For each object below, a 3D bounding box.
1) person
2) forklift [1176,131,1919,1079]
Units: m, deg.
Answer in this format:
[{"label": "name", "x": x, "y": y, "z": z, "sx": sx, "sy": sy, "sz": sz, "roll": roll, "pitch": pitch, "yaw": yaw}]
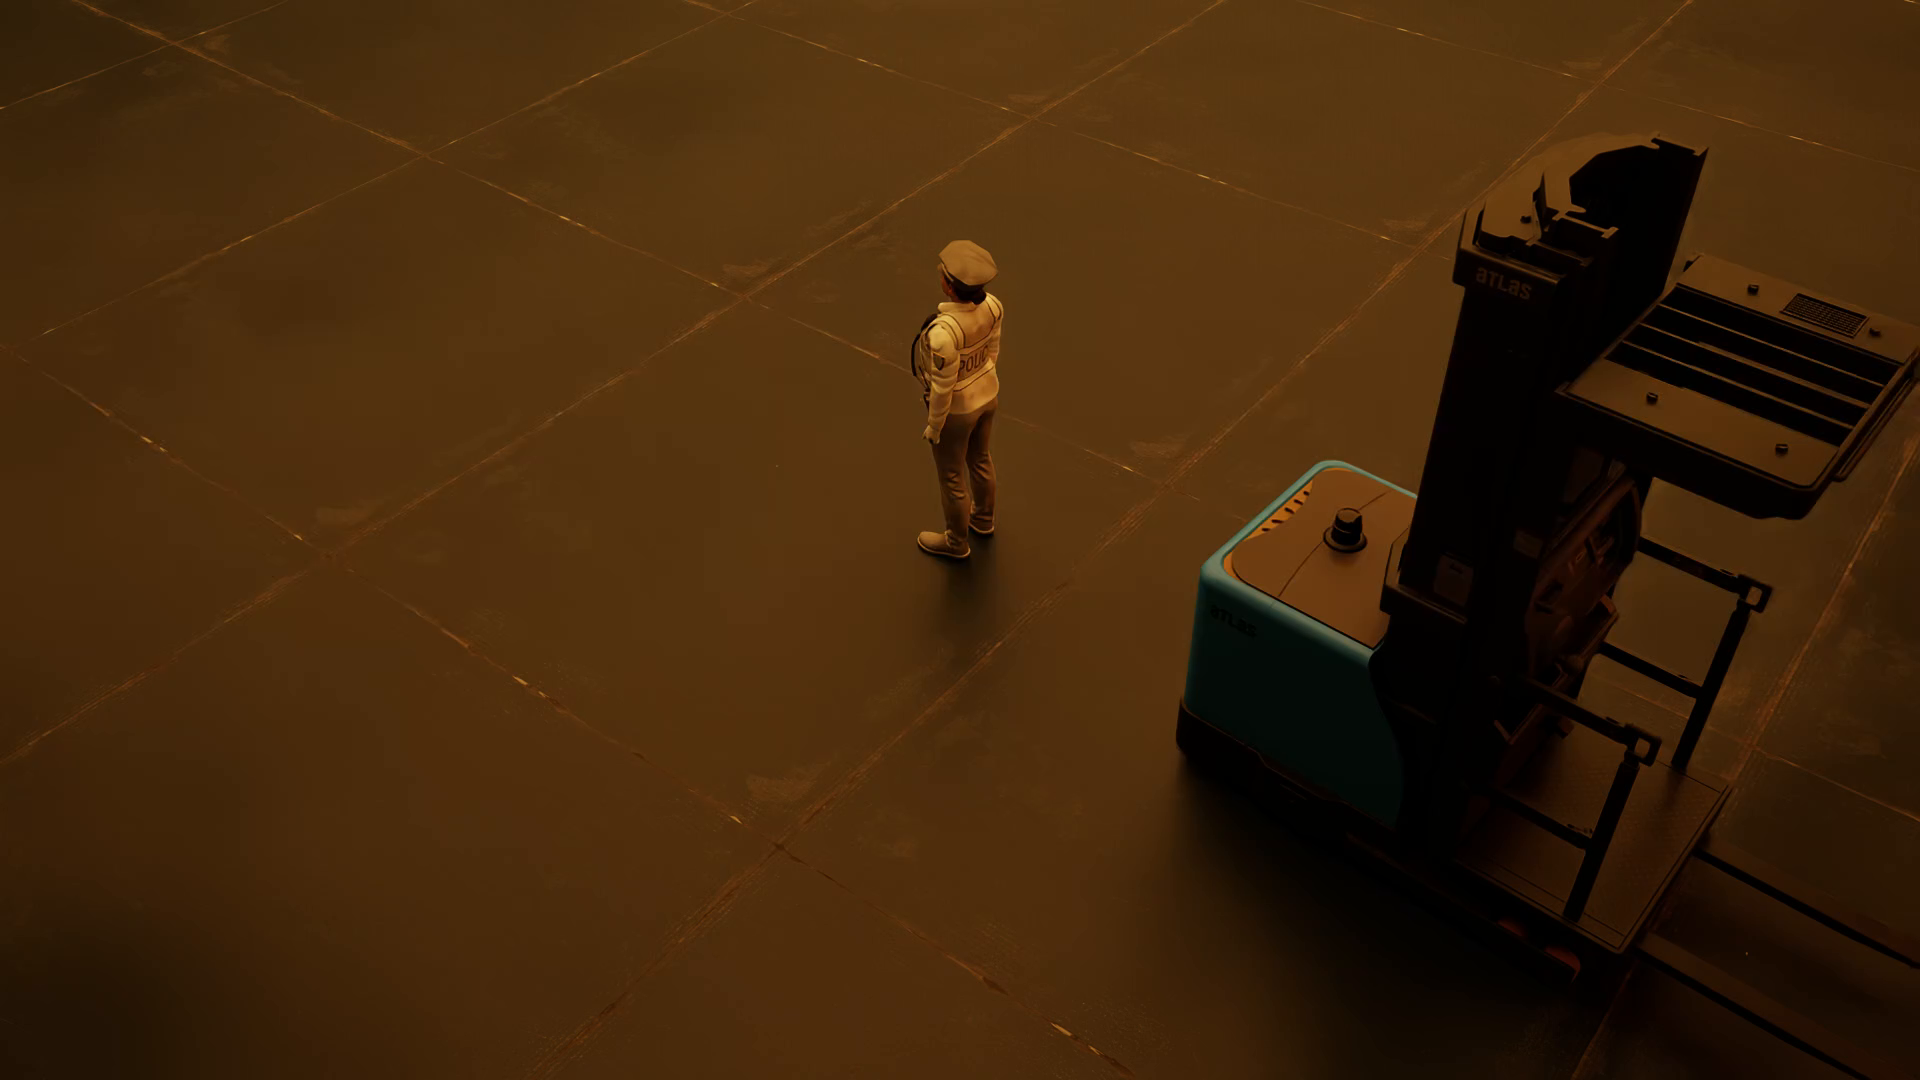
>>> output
[{"label": "person", "x": -0.003, "y": -0.639, "z": 7.782, "sx": 0.354, "sy": 1.694, "sz": 0.461, "roll": 26, "pitch": 47, "yaw": 28}, {"label": "forklift", "x": 2.382, "y": 0.195, "z": 5.846, "sx": 3.031, "sy": 2.935, "sz": 1.130, "roll": 29, "pitch": 48, "yaw": 30}]
